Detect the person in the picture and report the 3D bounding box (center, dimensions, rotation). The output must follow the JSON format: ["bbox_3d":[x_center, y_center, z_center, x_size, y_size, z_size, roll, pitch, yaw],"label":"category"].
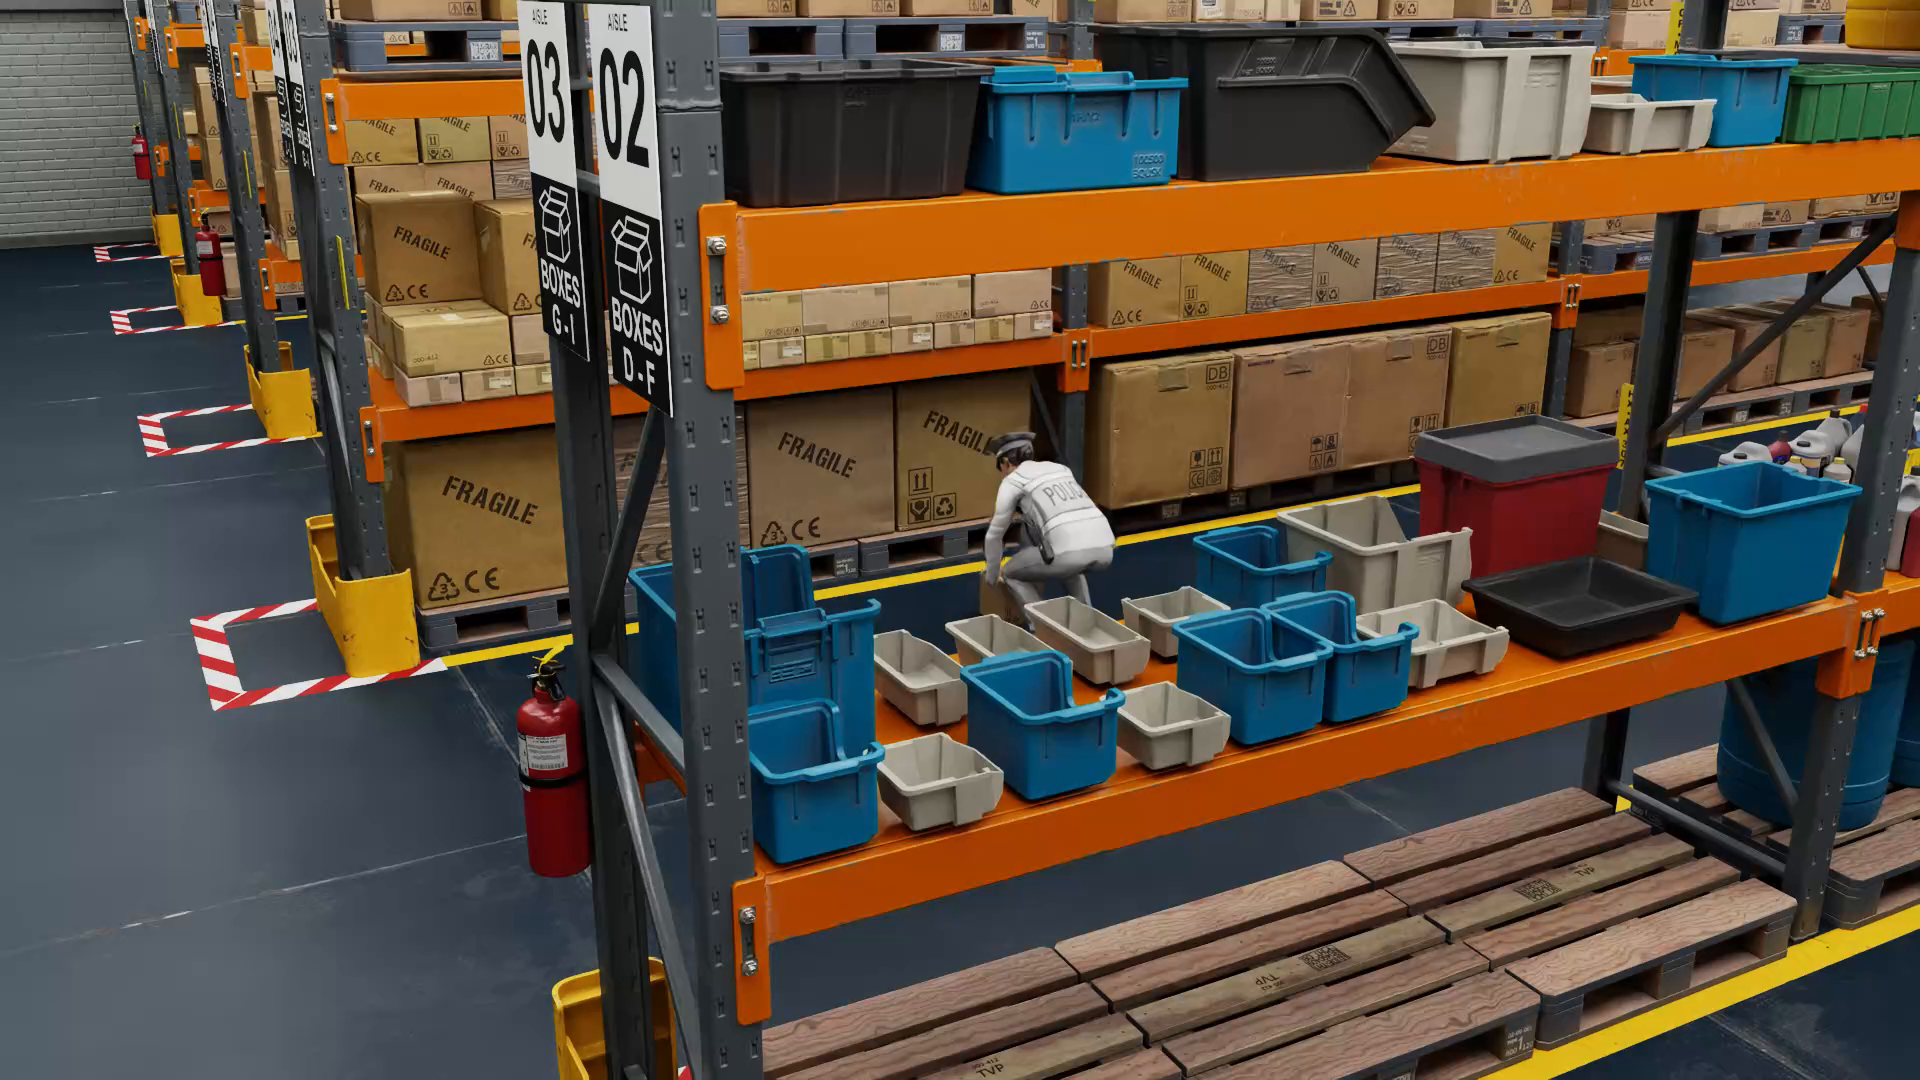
[{"bbox_3d":[0.423,0.015,8.449,0.506,1.075,0.827,-10,21,-27],"label":"person"}]
